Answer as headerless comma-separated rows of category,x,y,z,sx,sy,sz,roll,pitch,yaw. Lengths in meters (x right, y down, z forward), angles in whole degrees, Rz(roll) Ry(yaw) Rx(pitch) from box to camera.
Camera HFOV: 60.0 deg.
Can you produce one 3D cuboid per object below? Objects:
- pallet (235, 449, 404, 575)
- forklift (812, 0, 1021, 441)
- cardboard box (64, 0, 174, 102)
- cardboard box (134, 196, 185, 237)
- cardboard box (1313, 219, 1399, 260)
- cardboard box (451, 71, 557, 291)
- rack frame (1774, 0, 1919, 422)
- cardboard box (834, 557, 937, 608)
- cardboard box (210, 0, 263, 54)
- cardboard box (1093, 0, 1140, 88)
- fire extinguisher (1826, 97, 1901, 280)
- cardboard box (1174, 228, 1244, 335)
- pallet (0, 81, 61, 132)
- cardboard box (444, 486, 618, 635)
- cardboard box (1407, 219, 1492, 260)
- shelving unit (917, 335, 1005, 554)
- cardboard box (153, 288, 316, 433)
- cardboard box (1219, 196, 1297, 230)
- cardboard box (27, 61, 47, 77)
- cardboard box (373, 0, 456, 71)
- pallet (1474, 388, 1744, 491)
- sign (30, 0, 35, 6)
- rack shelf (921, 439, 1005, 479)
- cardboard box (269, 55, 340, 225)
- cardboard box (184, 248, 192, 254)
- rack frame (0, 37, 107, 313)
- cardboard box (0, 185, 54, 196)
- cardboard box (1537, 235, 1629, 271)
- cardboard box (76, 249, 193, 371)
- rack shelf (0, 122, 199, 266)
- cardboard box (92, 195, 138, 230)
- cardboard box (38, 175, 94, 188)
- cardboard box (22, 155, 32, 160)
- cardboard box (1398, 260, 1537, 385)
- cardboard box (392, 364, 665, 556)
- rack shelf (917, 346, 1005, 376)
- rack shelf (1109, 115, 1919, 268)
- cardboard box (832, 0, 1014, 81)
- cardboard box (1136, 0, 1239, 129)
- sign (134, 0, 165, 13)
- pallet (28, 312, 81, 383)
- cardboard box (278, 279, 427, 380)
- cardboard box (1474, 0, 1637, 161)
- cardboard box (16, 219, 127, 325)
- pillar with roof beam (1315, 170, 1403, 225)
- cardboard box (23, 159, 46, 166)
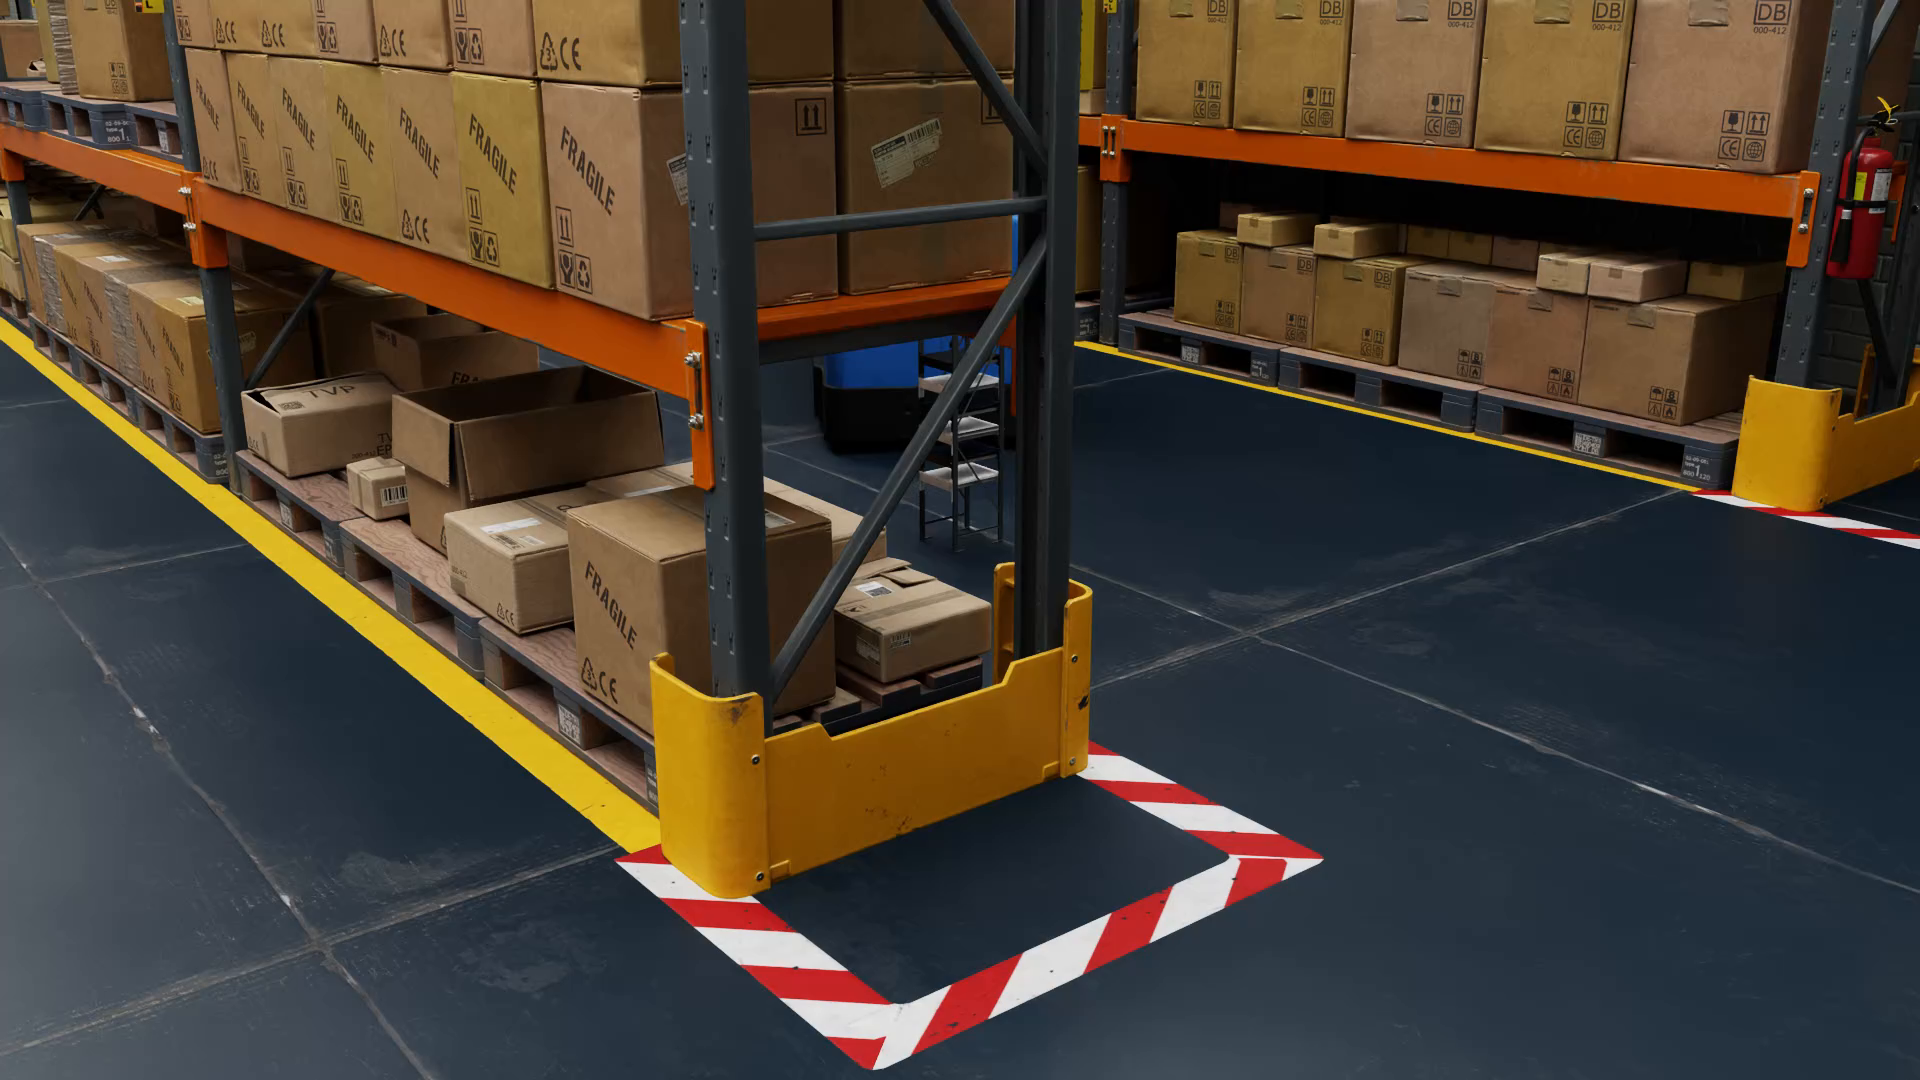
pallet,-2.202,-0.214,6.672,1.003,0.211,1.213,-14,23,-36
forklift,-0.231,-2.256,8.512,1.130,2.935,3.031,-2,18,-5
cardboard box,-3.773,-2.377,7.942,0.500,0.500,0.700,13,23,35
cardboard box,-4.308,-1.873,9.331,0.500,0.250,0.500,-13,22,-34
cardboard box,2.031,-1.543,8.526,0.380,0.149,0.250,-15,23,-38
cardboard box,-0.960,-0.953,4.310,0.500,0.500,0.500,-14,23,-36
rack frame,3.737,-1.689,6.692,1.000,3.000,0.127,-14,23,-36
cardboard box,-0.290,0.183,4.845,0.380,0.166,0.250,-14,23,-36
cardboard box,-2.235,-1.931,5.673,0.500,0.500,0.500,-15,23,-38
cardboard box,0.769,-2.937,9.798,0.500,0.500,0.500,-14,23,-37
fire extinguisher,3.469,-1.348,6.378,0.296,0.674,0.183,-14,23,-36
cardboard box,1.638,-1.483,9.378,0.700,0.500,0.500,-14,23,-35
pallet,-4.635,-2.448,9.289,1.213,0.211,1.003,-14,23,-36
cardboard box,-1.241,0.049,5.116,0.500,0.250,0.500,-14,23,-36
cardboard box,2.513,-1.545,8.534,0.380,0.149,0.250,-14,23,-37
shelving unit,0.005,-0.425,6.215,0.258,0.900,0.210,-14,23,-36
cardboard box,-3.158,-0.795,7.268,0.500,0.500,0.500,-14,23,-36
cardboard box,1.703,-1.866,9.501,0.380,0.149,0.250,-14,23,-36
cardboard box,-5.302,-2.748,10.033,0.500,0.311,0.500,-12,22,-33
cardboard box,-1.276,-1.551,4.524,0.500,0.500,0.500,-13,22,-35
pallet,3.179,-0.547,7.679,1.003,0.211,1.213,-14,23,-36
sign,-7.175,-4.299,12.856,0.100,0.325,0.005,-14,23,-36
rack shelf,0.005,-0.308,6.254,0.258,0.077,0.200,-14,23,-36
cardboard box,-1.895,-1.326,5.437,0.500,0.500,0.500,-14,23,-36
cardboard box,-3.694,-1.275,8.716,0.500,0.500,0.500,-15,24,-38
rack frame,-5.111,-2.693,9.722,1.000,3.000,0.127,-14,23,-36
cardboard box,-6.268,-2.186,11.005,0.500,0.311,0.500,-14,23,-36
cardboard box,2.988,-1.357,7.966,0.380,0.149,0.250,-14,23,-36
cardboard box,-4.087,-1.167,8.391,0.500,0.500,0.500,-15,23,-38
rack shelf,-3.869,-1.858,8.347,1.077,0.370,4.000,-14,23,-36
cardboard box,-5.206,-2.039,10.563,0.500,0.311,0.500,-13,22,-34
cardboard box,-6.173,-2.420,11.712,0.500,0.311,0.500,-14,23,-37
cardboard box,-7.637,-3.104,13.477,0.500,0.500,0.500,-14,23,-36
cardboard box,2.601,-1.102,8.227,0.700,0.500,0.500,-15,23,-38
cardboard box,-1.457,-0.269,5.674,0.797,0.503,0.637,-14,23,-36
rack shelf,0.005,-0.650,6.141,0.258,0.077,0.200,-14,23,-36
rack shelf,2.495,-1.840,8.293,1.077,0.370,4.000,-14,23,-36
cardboard box,-0.213,-1.404,4.082,0.500,0.500,0.500,-13,22,-34
cardboard box,1.578,-2.680,9.208,0.980,0.700,0.700,-14,23,-35
sign,-3.060,-2.147,6.234,0.100,0.325,0.005,-14,23,-36
pallet,-4.677,-1.177,9.583,1.003,0.211,1.213,-14,23,-36
cardboard box,-2.737,-0.896,7.573,0.500,0.500,0.500,-15,24,-39
cardboard box,2.952,-2.132,7.553,0.980,0.700,0.700,-14,23,-37
cardboard box,-5.052,-1.547,9.539,0.500,0.500,0.500,-13,22,-34
pillar with roof beam,-1.008,-4.679,6.177,9.100,9.000,0.400,-14,23,-36
cardboard box,-7.118,-2.795,12.845,0.500,0.311,0.500,-14,23,-36
